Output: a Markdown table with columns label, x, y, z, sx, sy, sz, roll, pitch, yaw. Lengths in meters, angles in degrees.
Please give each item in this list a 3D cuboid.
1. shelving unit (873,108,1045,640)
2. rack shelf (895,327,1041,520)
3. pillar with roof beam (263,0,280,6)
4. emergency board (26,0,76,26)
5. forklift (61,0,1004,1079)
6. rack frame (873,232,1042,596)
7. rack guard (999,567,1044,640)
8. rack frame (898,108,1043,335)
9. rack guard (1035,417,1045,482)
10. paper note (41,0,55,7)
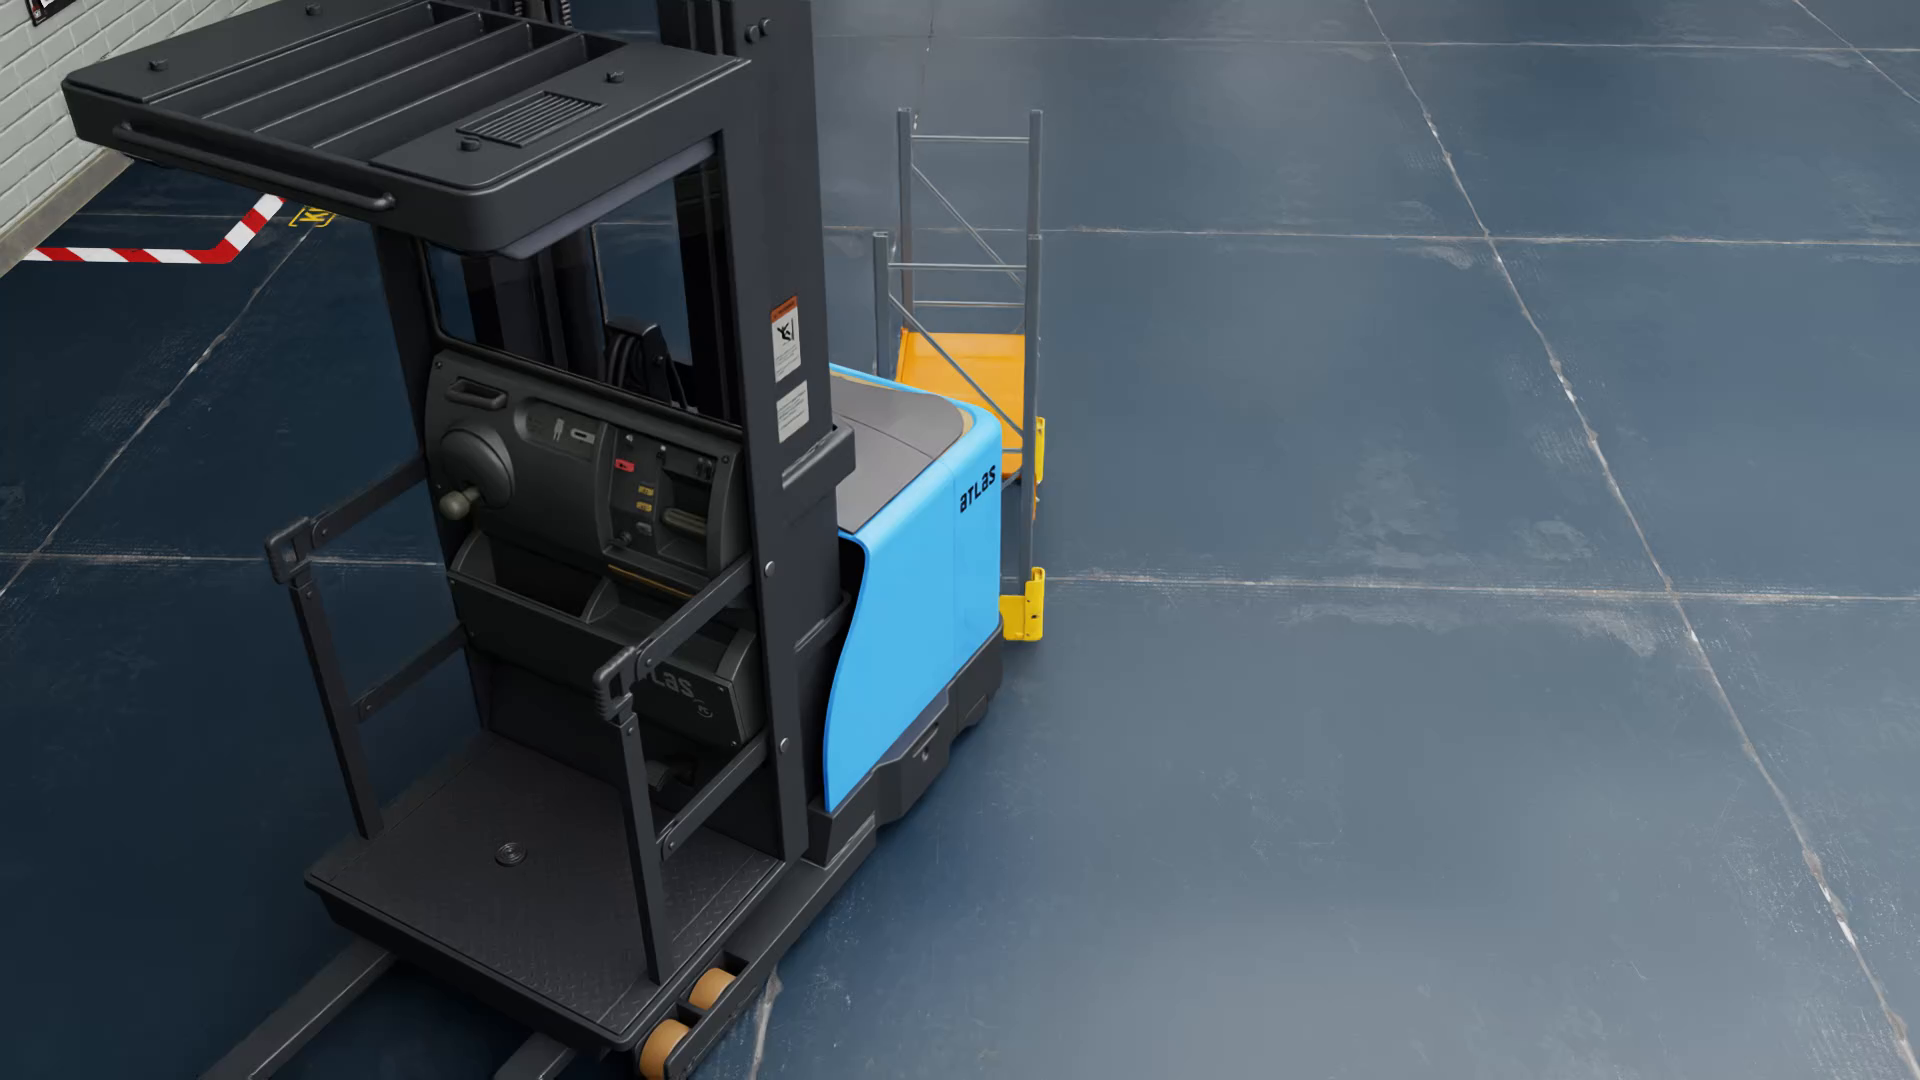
| label | x | y | z | sx | sy | sz | roll | pitch | yaw |
| --- | --- | --- | --- | --- | --- | --- | --- | --- | --- |
| shelving unit | 0.014 | -0.585 | 5.778 | 0.587 | 1.500 | 1.083 | 1 | 35 | 2 |
| rack shelf | 0.014 | -0.433 | 5.874 | 0.538 | 0.185 | 1.000 | 1 | 35 | 2 |
| pillar with roof beam | -0.079 | -7.004 | 8.390 | 9.100 | 9.000 | 0.400 | 1 | 35 | 2 |
| emergency board | -4.536 | -3.225 | 8.231 | 0.157 | 1.169 | 0.626 | 1 | 35 | 2 |
| forklift | -1.030 | -0.105 | 3.850 | 1.130 | 2.935 | 3.031 | 18 | 39 | 24 |
| rack frame | -0.008 | -0.288 | 5.356 | 0.500 | 1.500 | 0.032 | 1 | 35 | 2 |
| rack guard | -0.007 | 0.212 | 5.731 | 0.587 | 0.250 | 0.087 | 1 | 35 | 2 |
| rack frame | 0.035 | -0.872 | 6.187 | 0.500 | 1.500 | 0.032 | 1 | 35 | 2 |
| rack guard | 0.035 | -0.360 | 6.545 | 0.587 | 0.250 | 0.087 | 1 | 35 | 2 |
| paper note | -4.594 | -2.769 | 8.348 | 0.016 | 0.148 | 0.142 | 1 | 35 | 2 |
